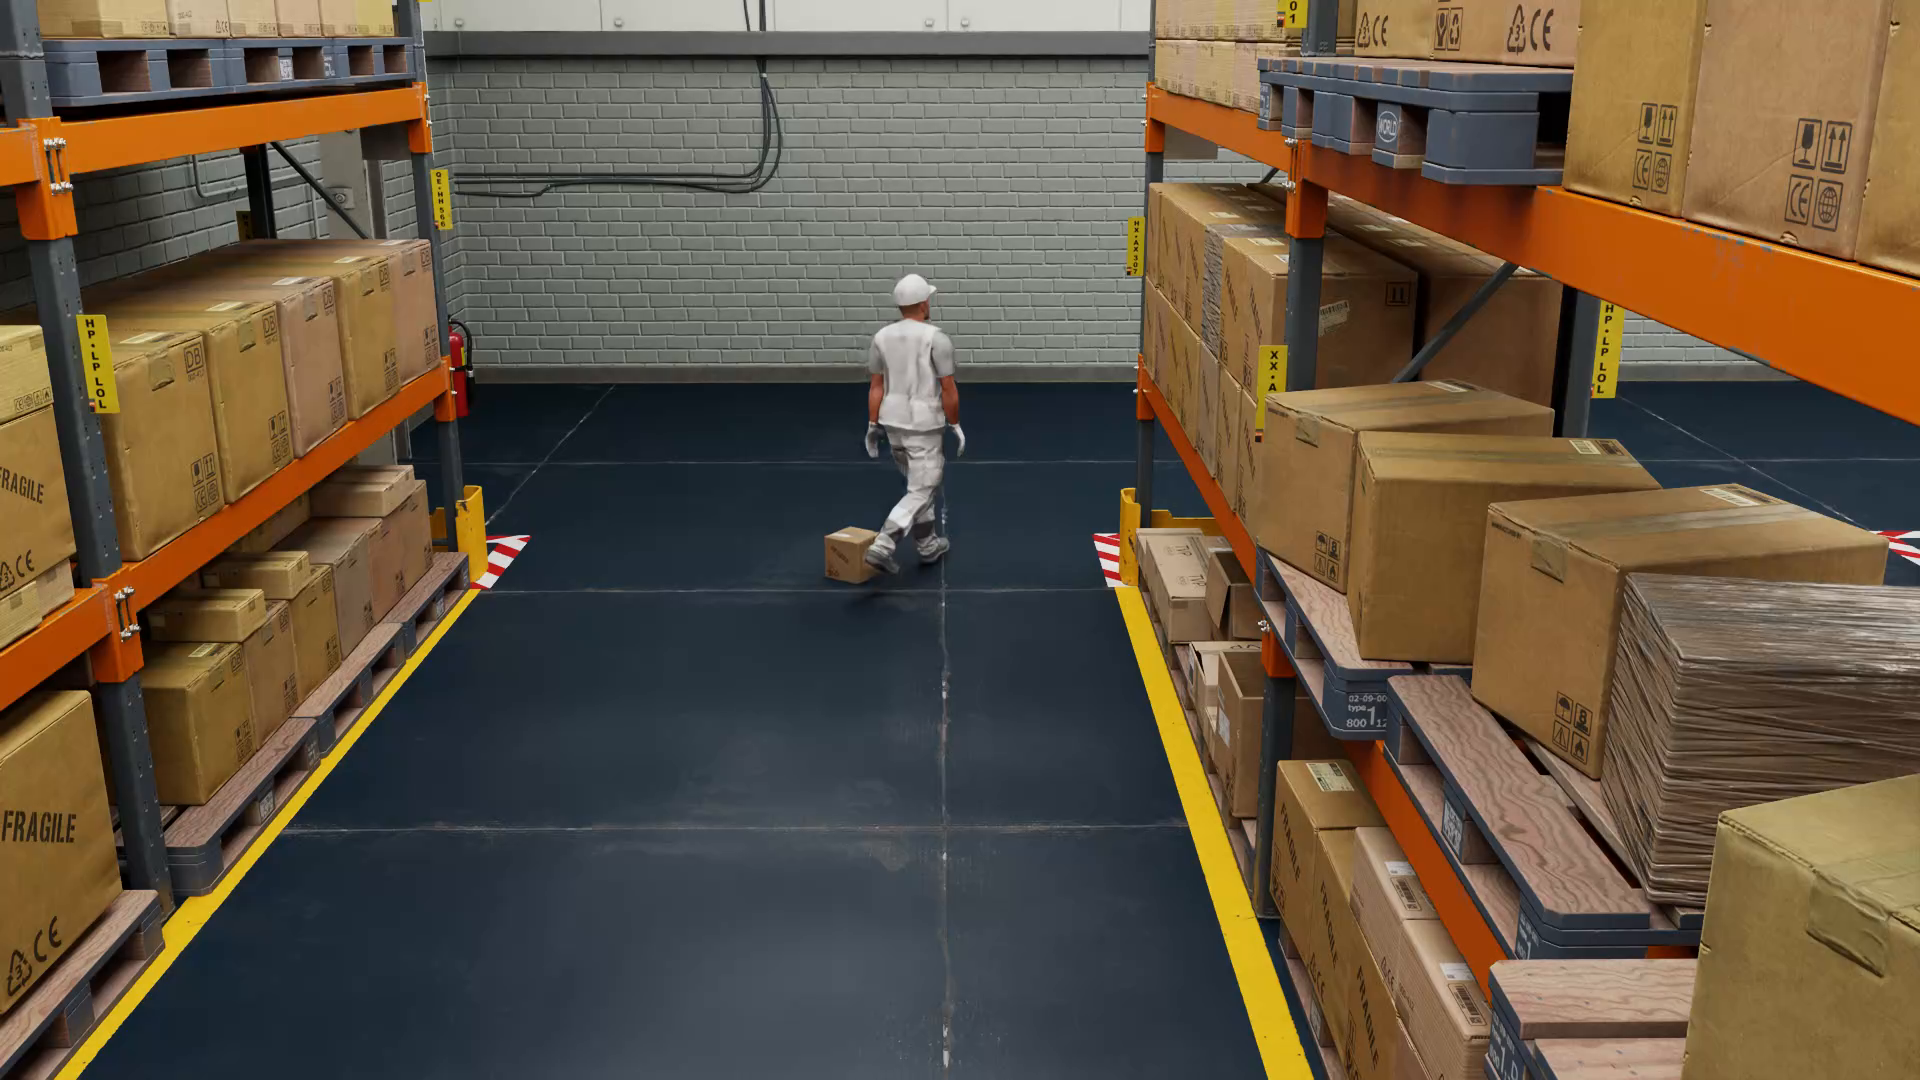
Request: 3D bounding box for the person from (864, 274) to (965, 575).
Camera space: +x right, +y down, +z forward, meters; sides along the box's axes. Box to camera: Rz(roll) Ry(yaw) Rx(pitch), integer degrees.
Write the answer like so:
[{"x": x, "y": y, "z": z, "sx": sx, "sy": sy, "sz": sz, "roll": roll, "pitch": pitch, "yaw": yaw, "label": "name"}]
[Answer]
[{"x": -0.281, "y": -0.640, "z": 9.606, "sx": 0.566, "sy": 1.759, "sz": 0.980, "roll": 11, "pitch": 20, "yaw": 31, "label": "person"}]
